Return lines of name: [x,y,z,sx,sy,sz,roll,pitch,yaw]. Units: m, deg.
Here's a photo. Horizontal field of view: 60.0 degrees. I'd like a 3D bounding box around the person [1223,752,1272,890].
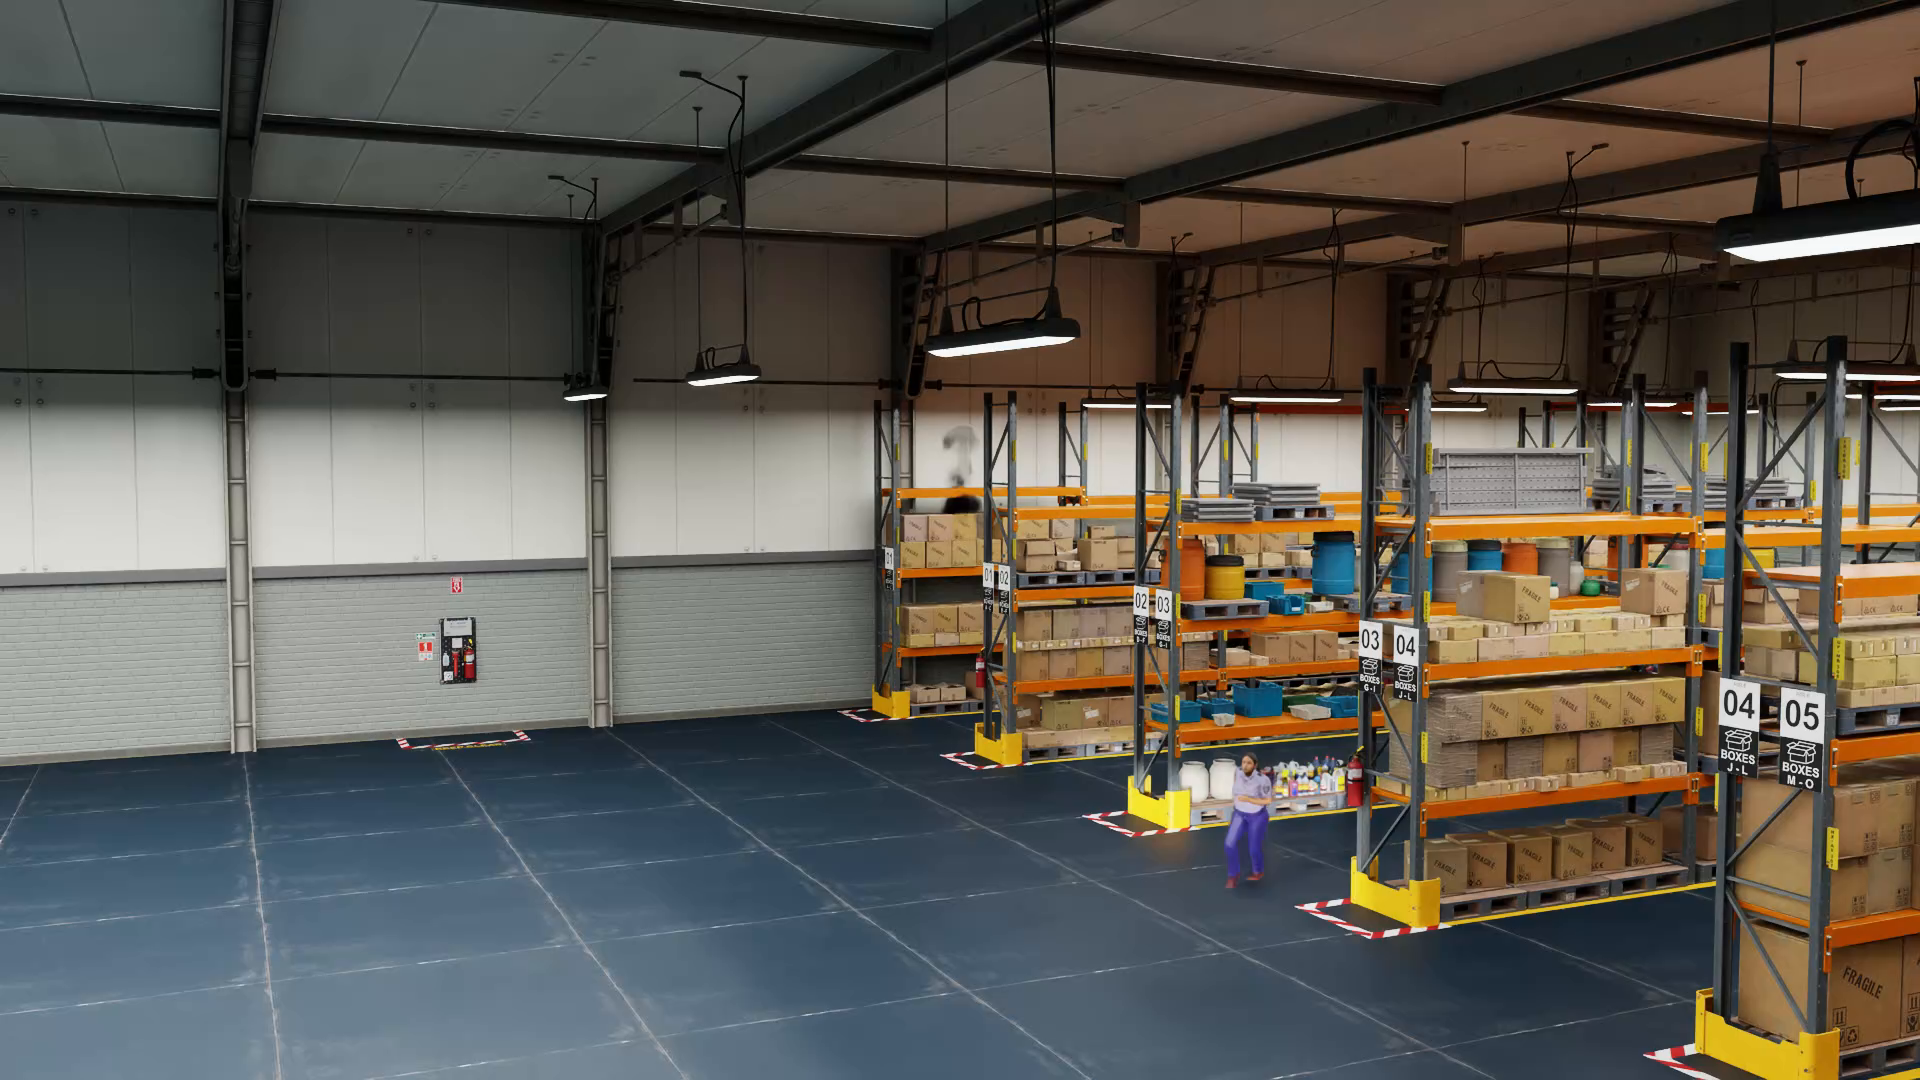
person: [3.377,3.268,19.248,0.586,1.687,0.781,2,4,34]
